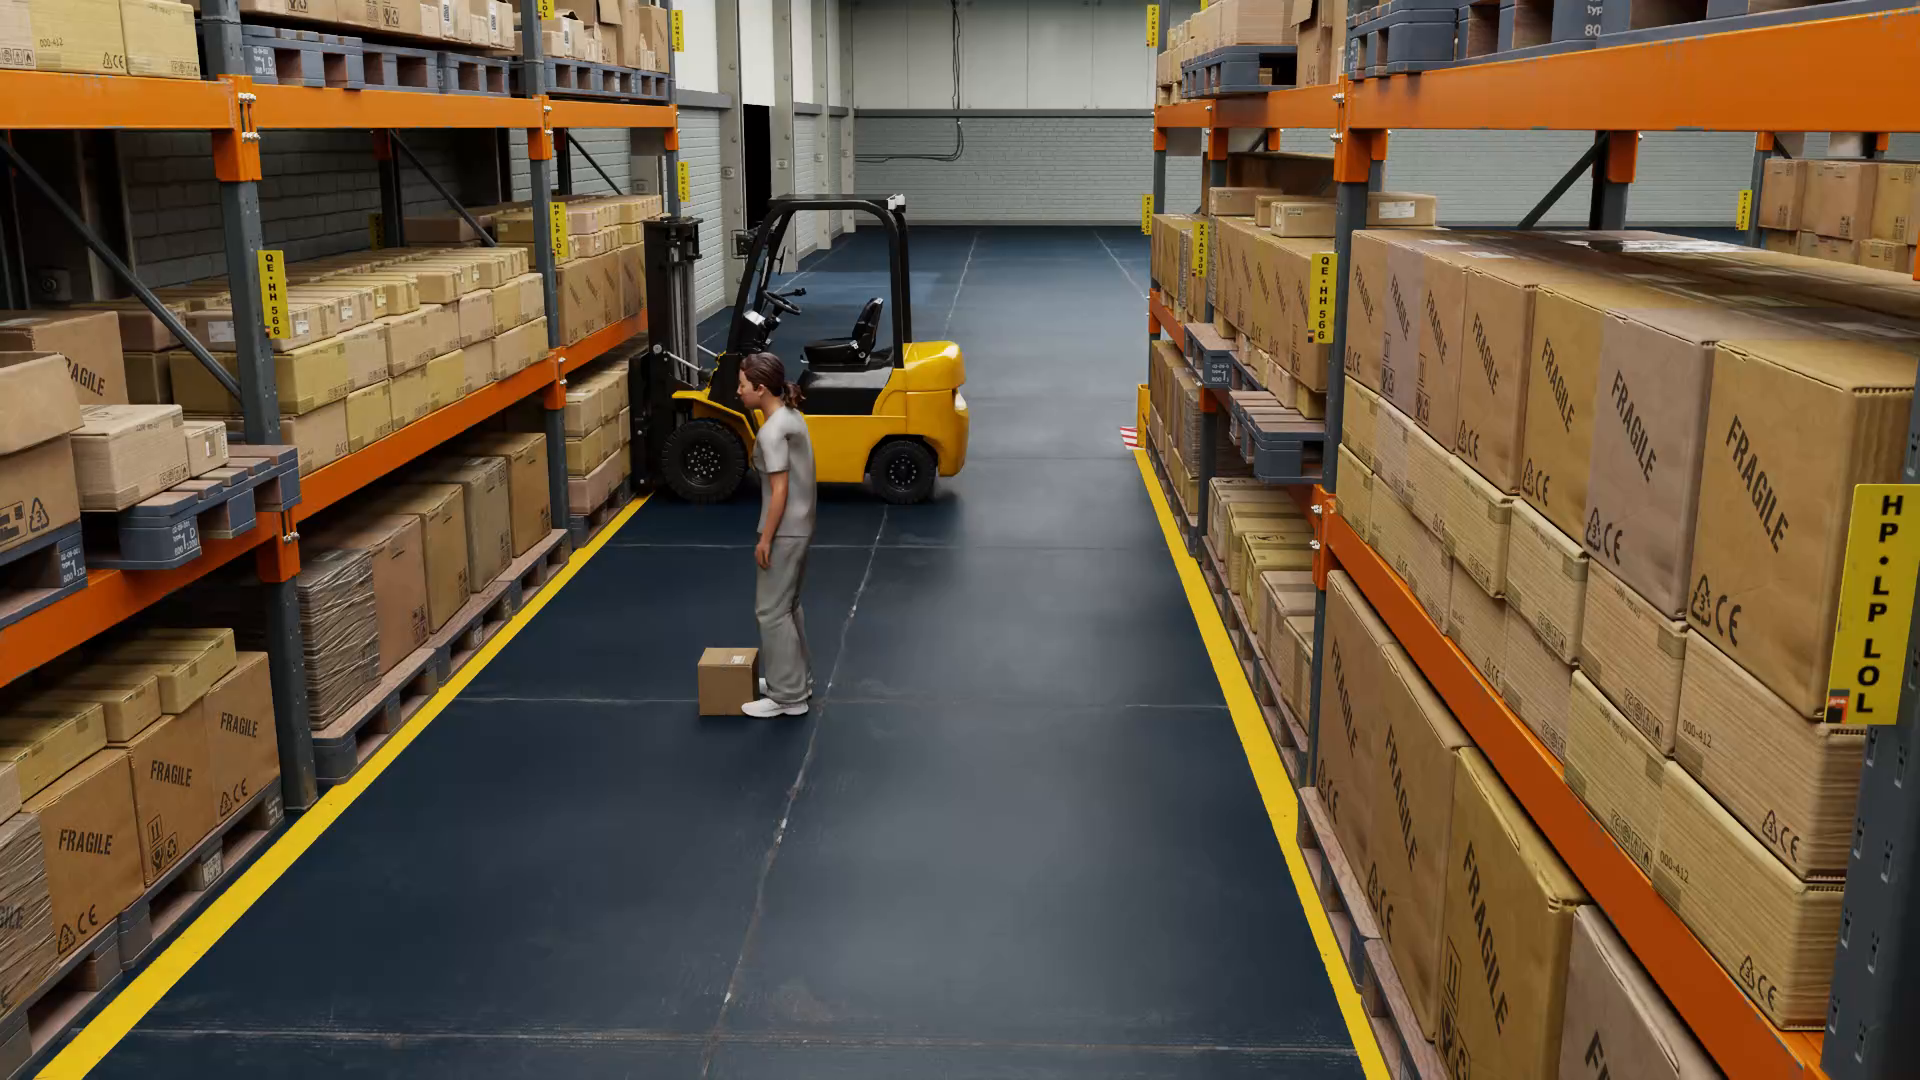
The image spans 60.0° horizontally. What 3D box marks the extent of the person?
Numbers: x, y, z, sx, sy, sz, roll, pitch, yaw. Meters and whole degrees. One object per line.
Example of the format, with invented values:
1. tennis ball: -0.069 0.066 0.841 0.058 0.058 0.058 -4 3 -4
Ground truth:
1. person: -0.834 -0.030 7.621 0.358 1.673 0.486 0 14 2
